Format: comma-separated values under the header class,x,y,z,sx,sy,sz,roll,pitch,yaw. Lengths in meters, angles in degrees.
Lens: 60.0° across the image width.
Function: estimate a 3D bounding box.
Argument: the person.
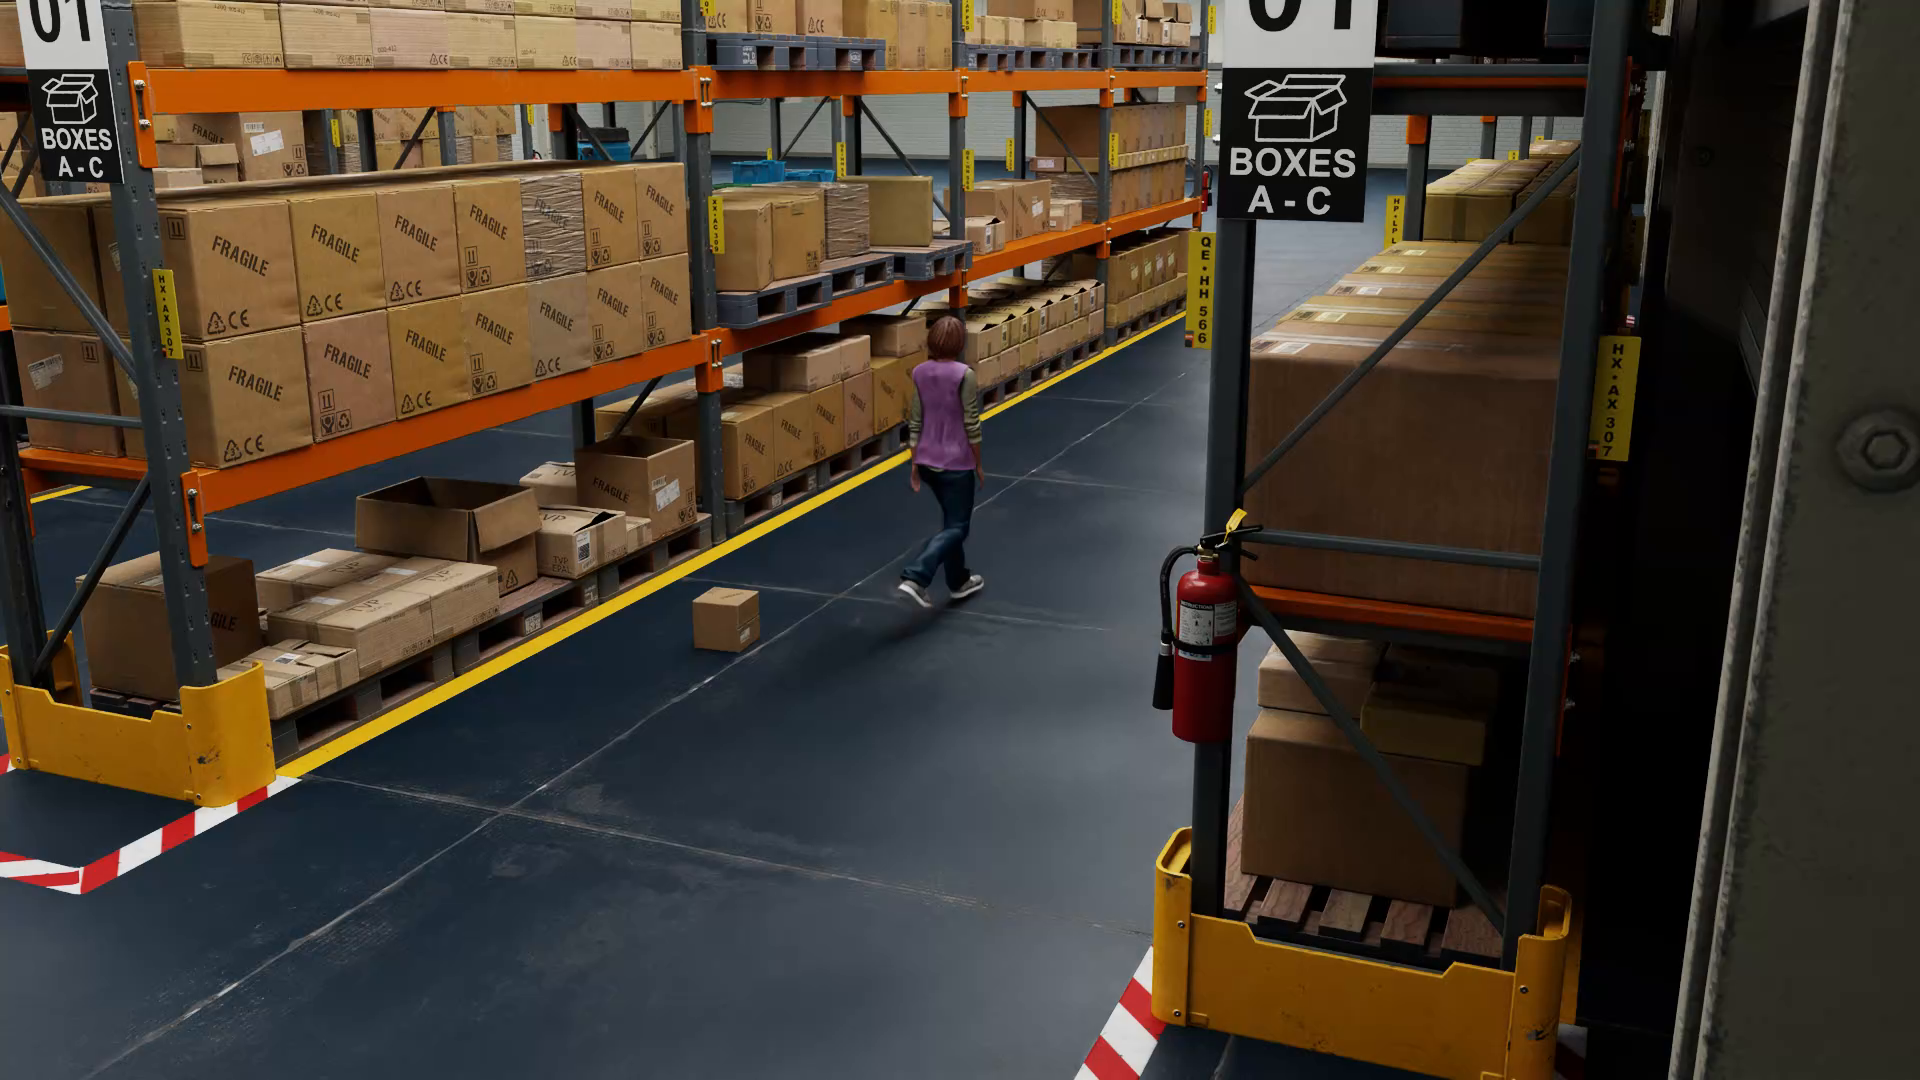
class,x,y,z,sx,sy,sz,roll,pitch,yaw
person,-0.099,-0.342,8.737,0.406,1.457,0.859,12,19,36
